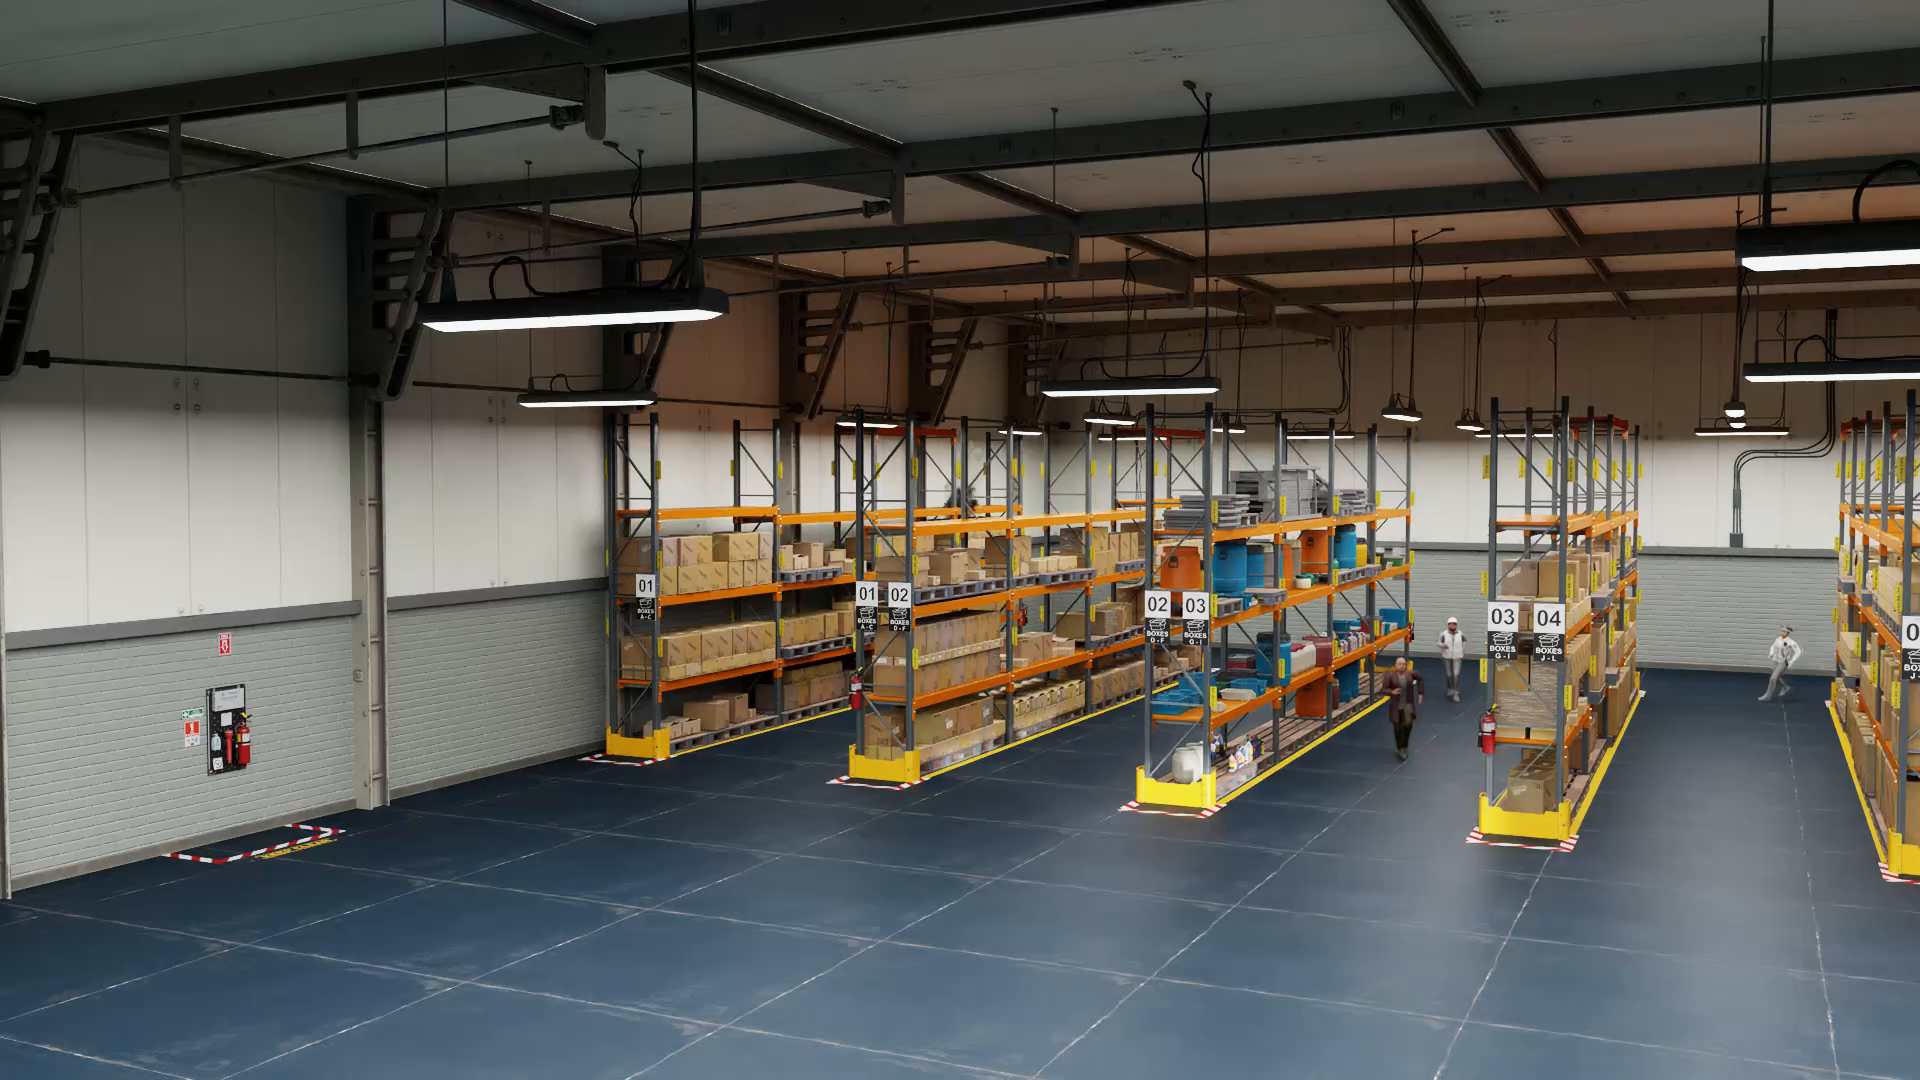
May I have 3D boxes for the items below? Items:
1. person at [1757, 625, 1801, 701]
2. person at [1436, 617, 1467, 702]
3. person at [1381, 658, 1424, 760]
[{"bbox_3d":[17.733,2.655,35.878,0.903,1.653,0.674,-1,3,-19],"label":"person"},{"bbox_3d":[10.733,2.592,36.314,0.639,1.820,0.790,1,3,18],"label":"person"},{"bbox_3d":[7.657,2.905,28.752,0.753,1.764,0.881,0,2,9],"label":"person"}]
